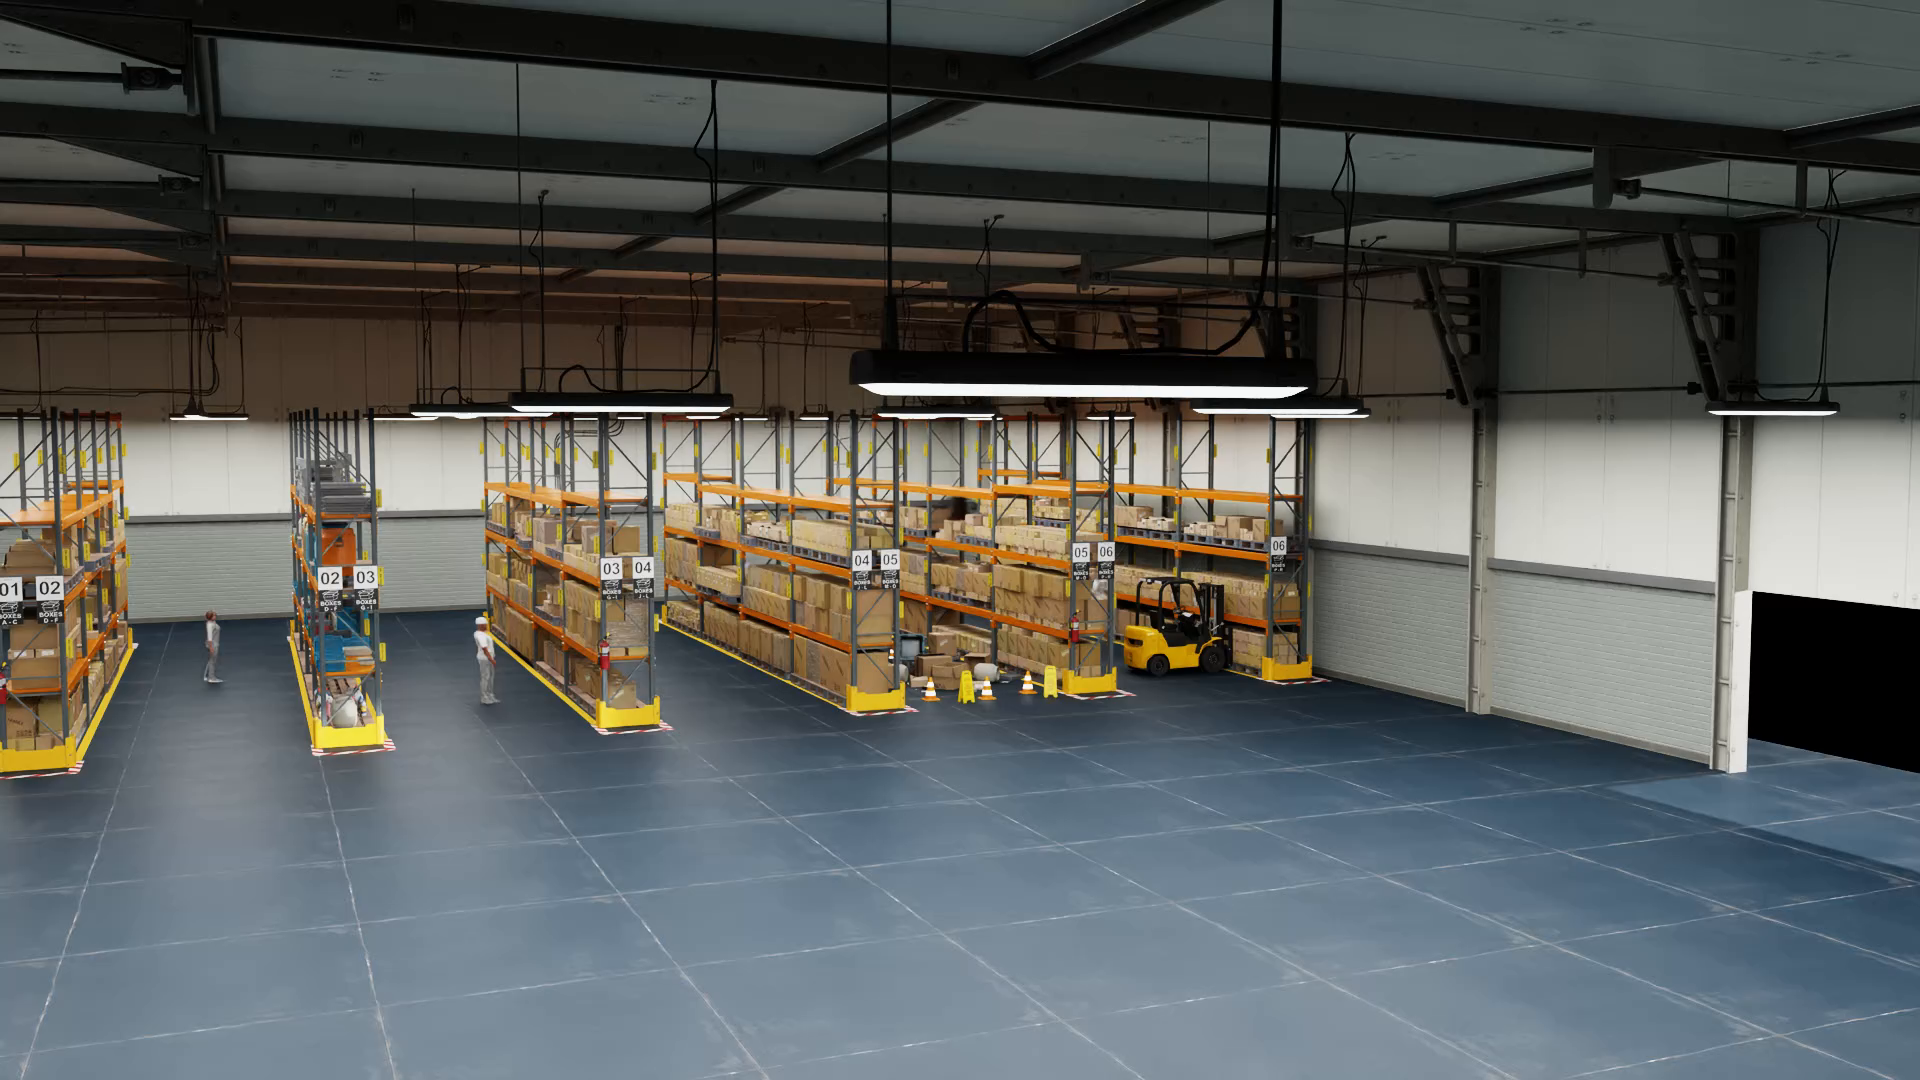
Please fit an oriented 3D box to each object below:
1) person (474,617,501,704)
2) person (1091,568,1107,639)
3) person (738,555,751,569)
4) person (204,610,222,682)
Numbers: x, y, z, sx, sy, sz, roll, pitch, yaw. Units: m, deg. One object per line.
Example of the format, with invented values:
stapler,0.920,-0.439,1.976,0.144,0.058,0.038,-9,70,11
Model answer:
person,-9.668,2.469,34.045,0.590,1.793,0.653,0,4,5
person,3.446,1.621,42.072,0.605,1.856,0.670,-3,5,-34
person,-6.758,1.245,52.117,0.477,1.629,0.486,3,5,34
person,-16.480,2.354,36.671,0.356,1.624,0.459,-3,5,-34
